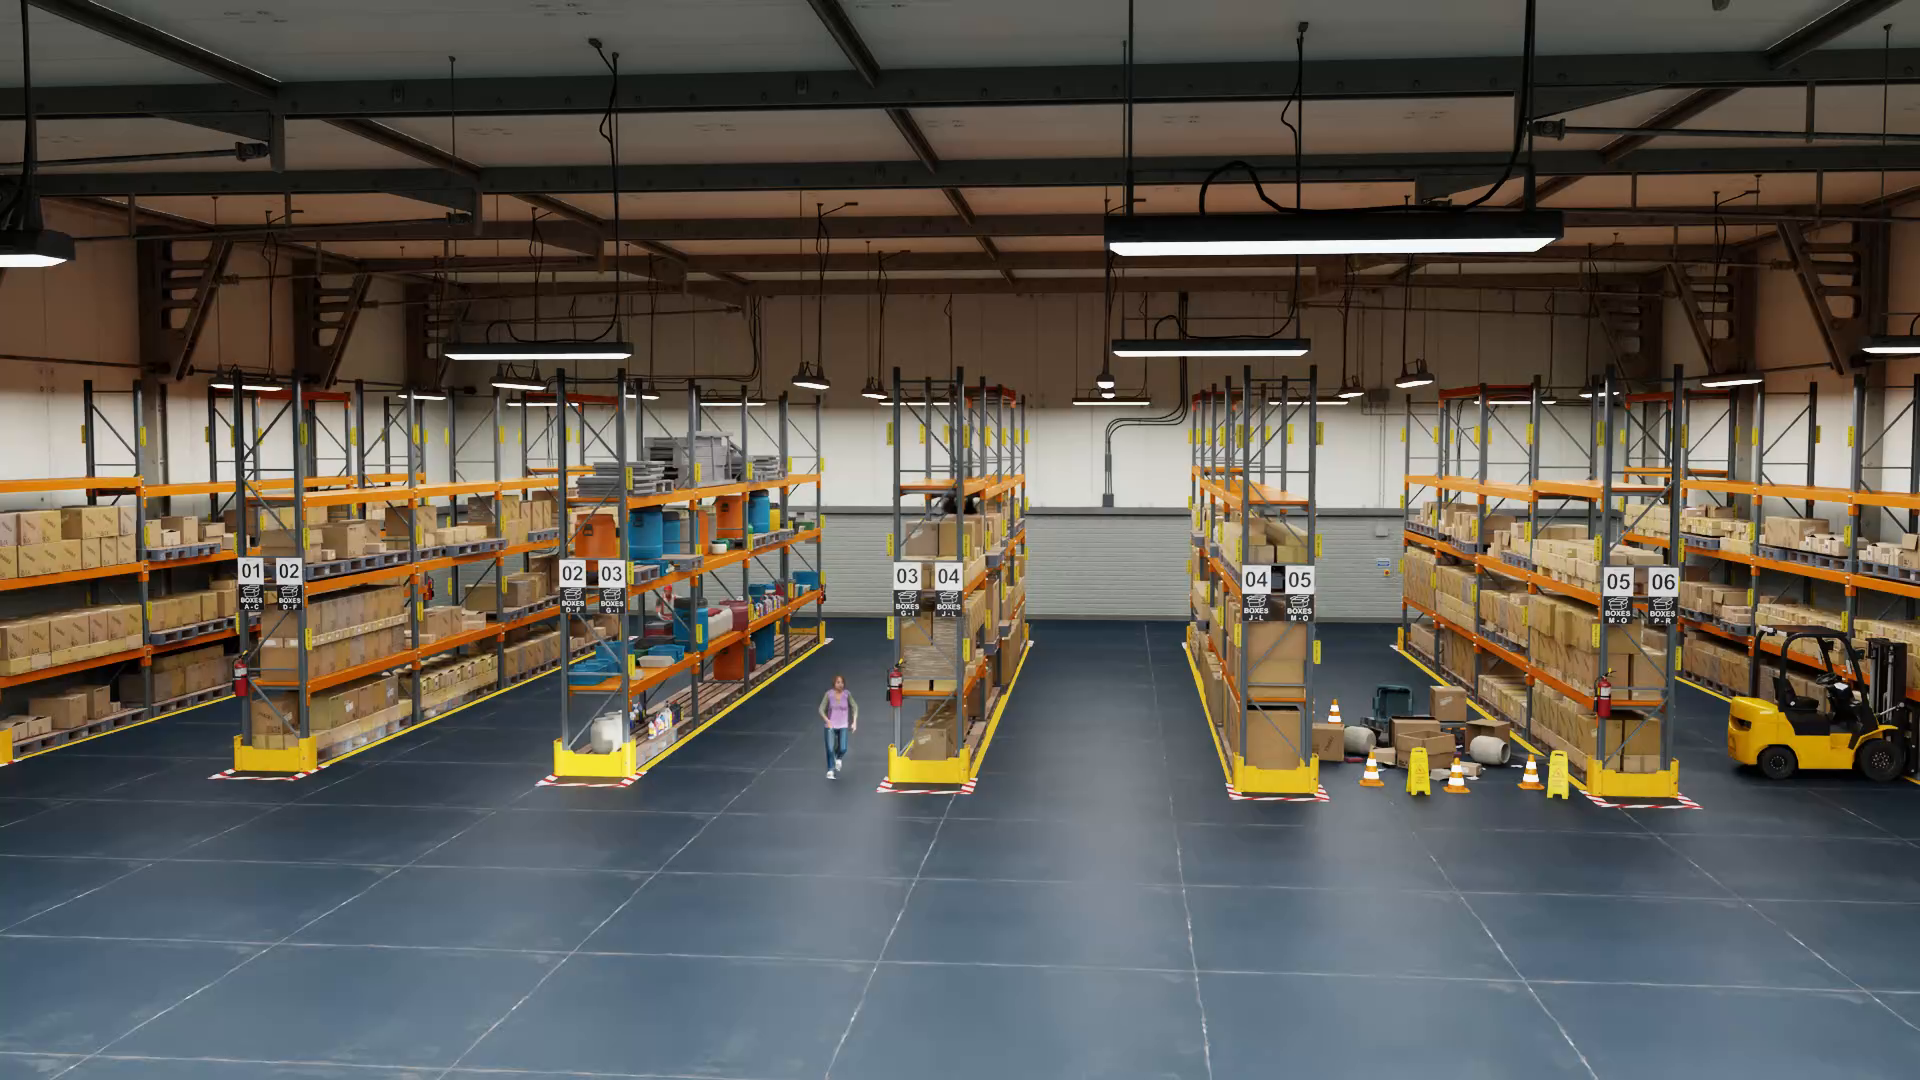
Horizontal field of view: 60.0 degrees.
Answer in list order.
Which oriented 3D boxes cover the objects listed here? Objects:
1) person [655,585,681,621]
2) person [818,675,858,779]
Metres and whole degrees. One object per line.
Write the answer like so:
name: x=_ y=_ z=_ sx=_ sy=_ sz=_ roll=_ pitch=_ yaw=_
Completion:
person: x=-6.548 y=1.838 z=37.524 sx=0.657 sy=1.718 sz=0.879 roll=0 pitch=4 yaw=2
person: x=-1.775 y=2.724 z=24.261 sx=0.580 sy=1.530 sz=0.519 roll=0 pitch=4 yaw=-7
